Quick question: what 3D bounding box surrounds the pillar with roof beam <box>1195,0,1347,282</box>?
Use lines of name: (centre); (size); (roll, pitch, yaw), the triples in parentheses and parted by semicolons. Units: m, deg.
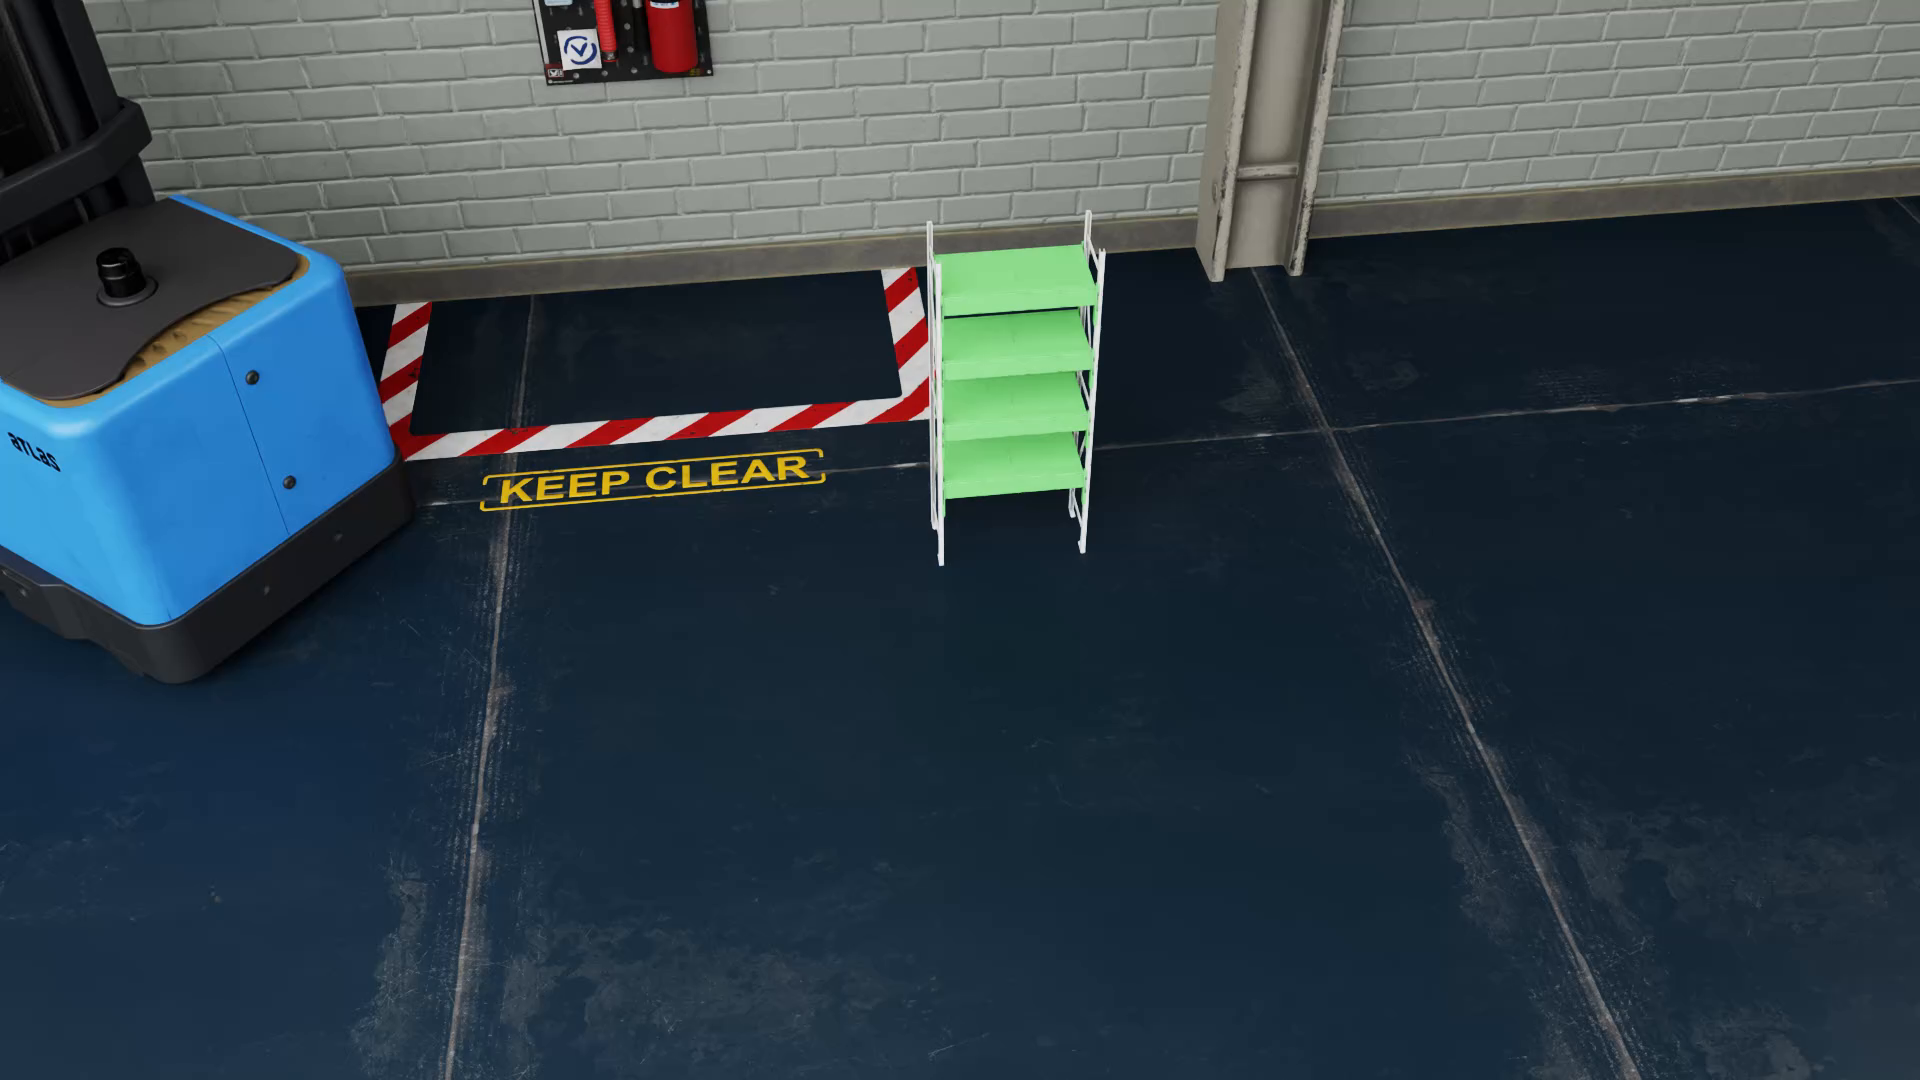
pillar with roof beam: (1.782, -1.681, 0.895); (0.400, 9.000, 9.100); (-5, 42, -6)

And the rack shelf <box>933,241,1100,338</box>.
rack shelf: (0.164, -0.769, 5.085); (0.480, 0.148, 0.258); (-5, 42, -6)

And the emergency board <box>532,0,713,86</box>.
emergency board: (-1.232, -2.123, 5.864); (0.643, 1.169, 0.194); (-5, 42, -6)

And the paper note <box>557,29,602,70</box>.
paper note: (-1.416, -1.826, 6.193); (0.142, 0.148, 0.016); (-5, 42, -6)

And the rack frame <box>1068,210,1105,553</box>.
rack frame: (0.406, -0.481, 5.388); (0.015, 1.200, 0.240); (-5, 42, -6)

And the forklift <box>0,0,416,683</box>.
forklift: (-3.405, -1.400, 5.114); (3.031, 2.935, 1.130); (23, 47, 23)

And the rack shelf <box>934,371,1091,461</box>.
rack shelf: (0.164, -0.412, 5.407); (0.480, 0.148, 0.258); (-5, 42, -6)

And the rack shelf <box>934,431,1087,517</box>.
rack shelf: (0.164, -0.234, 5.568); (0.480, 0.148, 0.258); (-5, 42, -6)

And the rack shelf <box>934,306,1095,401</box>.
rack shelf: (0.164, -0.591, 5.246); (0.480, 0.148, 0.258); (-5, 42, -6)

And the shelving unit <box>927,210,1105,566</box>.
shelving unit: (0.164, -0.460, 5.364); (0.503, 1.200, 0.258); (-5, 42, -6)

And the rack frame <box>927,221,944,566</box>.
rack frame: (-0.078, -0.439, 5.341); (0.015, 1.200, 0.240); (-5, 42, -6)
